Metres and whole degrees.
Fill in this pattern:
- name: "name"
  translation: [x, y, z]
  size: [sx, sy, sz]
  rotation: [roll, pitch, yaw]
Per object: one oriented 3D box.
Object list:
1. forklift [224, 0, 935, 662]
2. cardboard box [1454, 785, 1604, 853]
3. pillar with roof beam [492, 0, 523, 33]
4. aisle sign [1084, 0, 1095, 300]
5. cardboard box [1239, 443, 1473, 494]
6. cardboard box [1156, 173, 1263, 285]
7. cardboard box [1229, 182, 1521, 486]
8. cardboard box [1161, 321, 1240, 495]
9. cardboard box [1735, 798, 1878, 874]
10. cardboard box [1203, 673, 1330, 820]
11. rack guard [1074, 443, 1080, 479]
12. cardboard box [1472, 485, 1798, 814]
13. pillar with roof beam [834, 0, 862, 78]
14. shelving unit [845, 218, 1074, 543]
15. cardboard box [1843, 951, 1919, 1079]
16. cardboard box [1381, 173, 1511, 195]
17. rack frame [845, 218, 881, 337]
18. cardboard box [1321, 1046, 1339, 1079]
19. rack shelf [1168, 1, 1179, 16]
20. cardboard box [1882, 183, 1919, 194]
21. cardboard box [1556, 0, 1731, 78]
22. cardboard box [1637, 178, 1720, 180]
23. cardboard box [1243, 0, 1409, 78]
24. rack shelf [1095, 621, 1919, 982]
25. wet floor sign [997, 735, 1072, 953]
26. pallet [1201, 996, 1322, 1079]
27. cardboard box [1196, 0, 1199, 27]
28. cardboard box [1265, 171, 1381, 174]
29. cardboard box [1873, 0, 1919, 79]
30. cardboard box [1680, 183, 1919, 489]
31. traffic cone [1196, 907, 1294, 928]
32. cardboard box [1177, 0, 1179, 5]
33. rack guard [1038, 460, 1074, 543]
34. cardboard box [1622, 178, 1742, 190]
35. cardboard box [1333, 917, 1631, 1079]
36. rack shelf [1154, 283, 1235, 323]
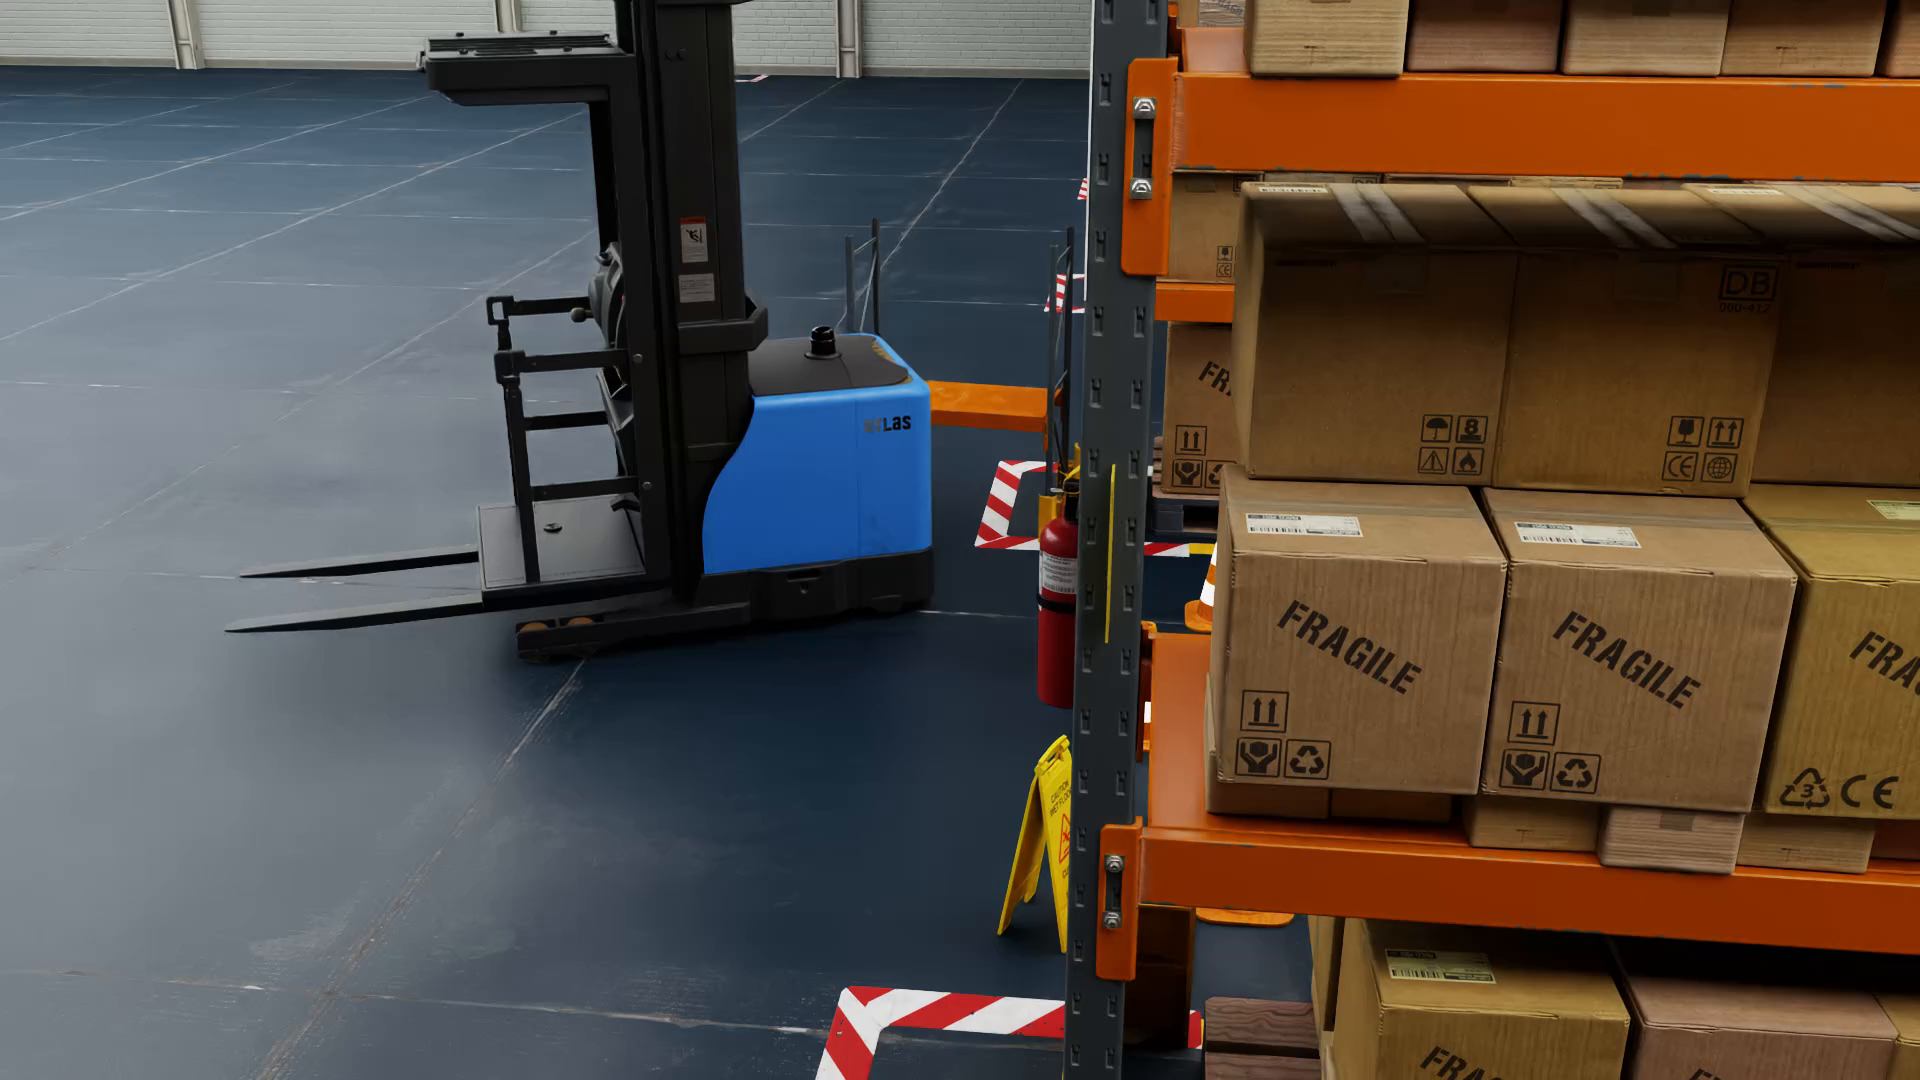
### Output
- name: "forklift"
  translation: [-1.689, -1.056, 7.124]
  size: [3.031, 2.935, 1.130]
  rotation: [-6, 22, -15]
- name: "cardboard box"
  translation: [1.164, 0.485, 3.475]
  size: [0.250, 0.149, 0.380]
  rotation: [2, 22, 5]
- name: "pillar with roof beam"
  translation: [-8.366, -10.835, 23.608]
  size: [0.400, 9.000, 9.100]
  rotation: [2, 22, 6]
- name: "aisle sign"
  translation: [0.247, -0.867, 3.018]
  size: [0.004, 0.787, 0.394]
  rotation: [2, 22, 6]
- name: "cardboard box"
  translation: [0.916, -0.031, 3.898]
  size: [0.500, 0.500, 0.500]
  rotation: [2, 22, 5]
- name: "cardboard box"
  translation: [1.201, -1.651, 8.332]
  size: [0.550, 0.550, 0.875]
  rotation: [2, 22, 6]
- name: "cardboard box"
  translation: [0.878, -0.476, 3.664]
  size: [0.500, 0.500, 0.700]
  rotation: [2, 22, 5]
- name: "cardboard box"
  translation: [1.508, -0.783, 8.658]
  size: [0.875, 0.875, 0.875]
  rotation: [3, 22, 7]
- name: "cardboard box"
  translation: [1.672, 0.512, 3.407]
  size: [0.250, 0.149, 0.380]
  rotation: [3, 22, 8]
- name: "cardboard box"
  translation: [0.658, 0.438, 3.593]
  size: [0.250, 0.149, 0.380]
  rotation: [3, 22, 7]
- name: "rack guard"
  translation: [0.803, -0.419, 8.820]
  size: [0.348, 0.500, 1.175]
  rotation: [2, 22, 6]
- name: "cardboard box"
  translation: [1.298, 0.189, 3.341]
  size: [0.500, 0.500, 0.500]
  rotation: [3, 22, 8]
- name: "pillar with roof beam"
  translation: [-2.408, -10.576, 22.951]
  size: [0.400, 9.000, 9.100]
  rotation: [2, 22, 6]
- name: "shelving unit"
  translation: [0.015, -0.828, 8.493]
  size: [1.083, 1.500, 0.587]
  rotation: [5, 22, 13]
- name: "cardboard box"
  translation: [2.154, 1.148, 3.605]
  size: [0.500, 0.500, 0.500]
  rotation: [3, 22, 7]
- name: "cardboard box"
  translation: [2.291, -1.565, 8.114]
  size: [0.550, 0.550, 0.875]
  rotation: [2, 22, 6]
- name: "rack frame"
  translation: [-0.488, -0.872, 8.605]
  size: [0.032, 1.500, 0.500]
  rotation: [5, 22, 13]
- name: "cardboard box"
  translation: [1.114, 1.450, 3.860]
  size: [0.500, 0.250, 0.500]
  rotation: [2, 22, 6]
- name: "rack shelf"
  translation: [5.246, -8.391, 26.564]
  size: [4.000, 0.370, 1.077]
  rotation: [2, 22, 6]
- name: "cardboard box"
  translation: [4.432, -1.489, 7.922]
  size: [0.550, 0.550, 0.875]
  rotation: [2, 22, 6]
- name: "cardboard box"
  translation: [1.167, -0.912, 2.927]
  size: [0.250, 0.149, 0.380]
  rotation: [3, 22, 8]
- name: "cardboard box"
  translation: [3.357, -2.063, 7.905]
  size: [0.550, 0.550, 0.875]
  rotation: [2, 22, 6]
- name: "cardboard box"
  translation: [0.636, -0.914, 2.934]
  size: [0.250, 0.149, 0.380]
  rotation: [3, 22, 6]
- name: "rack shelf"
  translation: [2.331, 0.652, 3.689]
  size: [4.000, 0.370, 1.077]
  rotation: [2, 22, 6]
- name: "wet floor sign"
  translation: [0.282, 0.927, 5.217]
  size: [0.232, 0.644, 0.267]
  rotation: [11, 24, 25]
- name: "pallet"
  translation: [1.223, 1.579, 4.158]
  size: [1.213, 0.211, 1.003]
  rotation: [2, 22, 6]
- name: "cardboard box"
  translation: [2.087, -4.103, 12.839]
  size: [0.500, 0.500, 0.500]
  rotation: [2, 22, 6]
- name: "cardboard box"
  translation: [1.748, -2.132, 8.080]
  size: [0.550, 0.550, 0.875]
  rotation: [2, 22, 6]
- name: "cardboard box"
  translation: [1.679, -0.900, 2.898]
  size: [0.250, 0.149, 0.380]
  rotation: [2, 22, 5]
- name: "cardboard box"
  translation: [1.898, -0.467, 3.641]
  size: [0.500, 0.500, 0.700]
  rotation: [2, 22, 6]
- name: "traffic cone"
  translation: [0.924, 0.958, 5.386]
  size: [0.334, 0.463, 0.336]
  rotation: [2, 22, 6]
- name: "cardboard box"
  translation: [3.707, -8.615, 26.328]
  size: [0.500, 0.250, 0.500]
  rotation: [2, 22, 5]
- name: "rack guard"
  translation: [0.499, -0.204, 8.615]
  size: [0.087, 0.250, 0.587]
  rotation: [5, 22, 13]
- name: "cardboard box"
  translation: [3.360, -1.571, 8.129]
  size: [0.550, 0.550, 0.875]
  rotation: [2, 22, 6]
- name: "cardboard box"
  translation: [1.137, 1.102, 3.720]
  size: [0.500, 0.500, 0.500]
  rotation: [2, 22, 4]
- name: "rack shelf"
  translation: [2.813, -1.160, 8.271]
  size: [4.000, 0.370, 1.077]
  rotation: [2, 22, 6]
